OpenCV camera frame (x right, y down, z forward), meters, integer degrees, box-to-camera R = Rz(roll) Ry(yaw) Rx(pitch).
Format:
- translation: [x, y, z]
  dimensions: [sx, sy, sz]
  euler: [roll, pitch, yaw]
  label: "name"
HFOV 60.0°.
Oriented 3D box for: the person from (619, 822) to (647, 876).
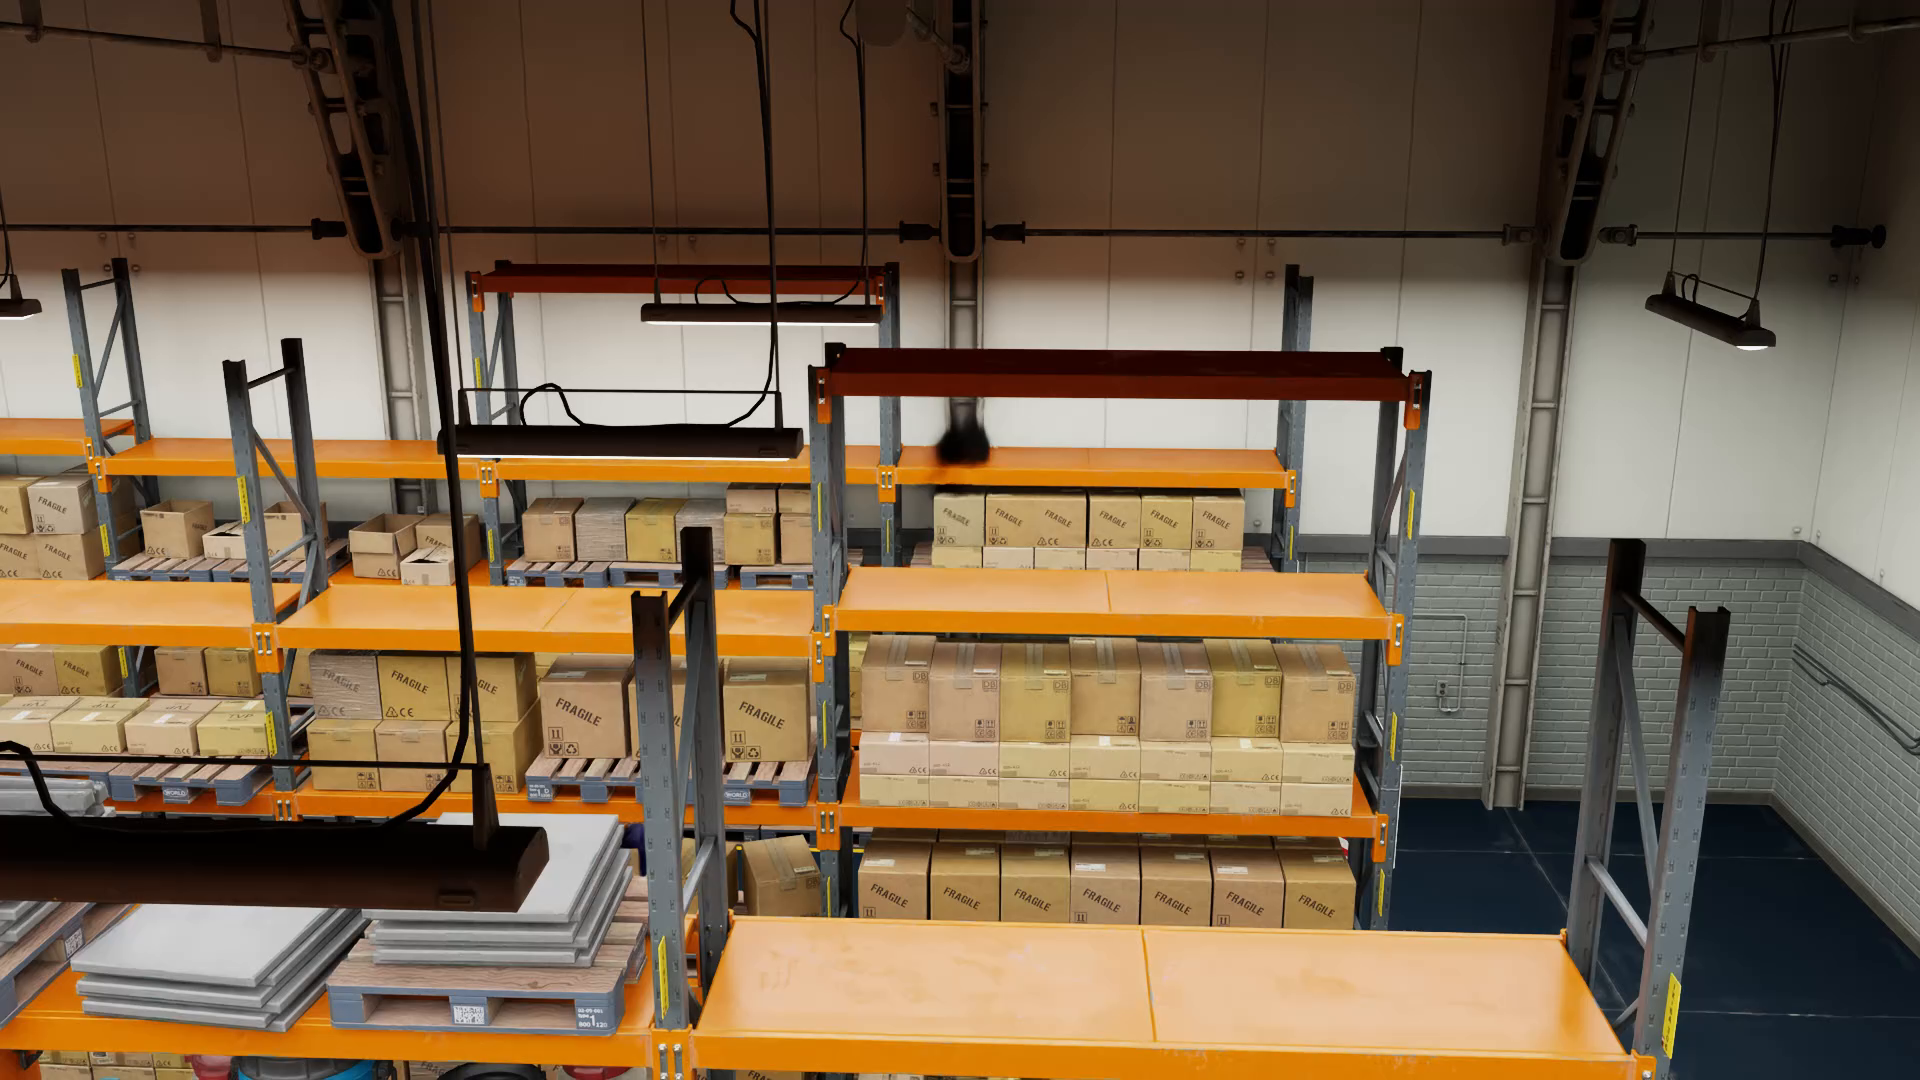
- translation: [-3.231, 2.910, 15.917]
  dimensions: [0.794, 1.625, 0.652]
  euler: [-12, 20, -36]
  label: "person"
